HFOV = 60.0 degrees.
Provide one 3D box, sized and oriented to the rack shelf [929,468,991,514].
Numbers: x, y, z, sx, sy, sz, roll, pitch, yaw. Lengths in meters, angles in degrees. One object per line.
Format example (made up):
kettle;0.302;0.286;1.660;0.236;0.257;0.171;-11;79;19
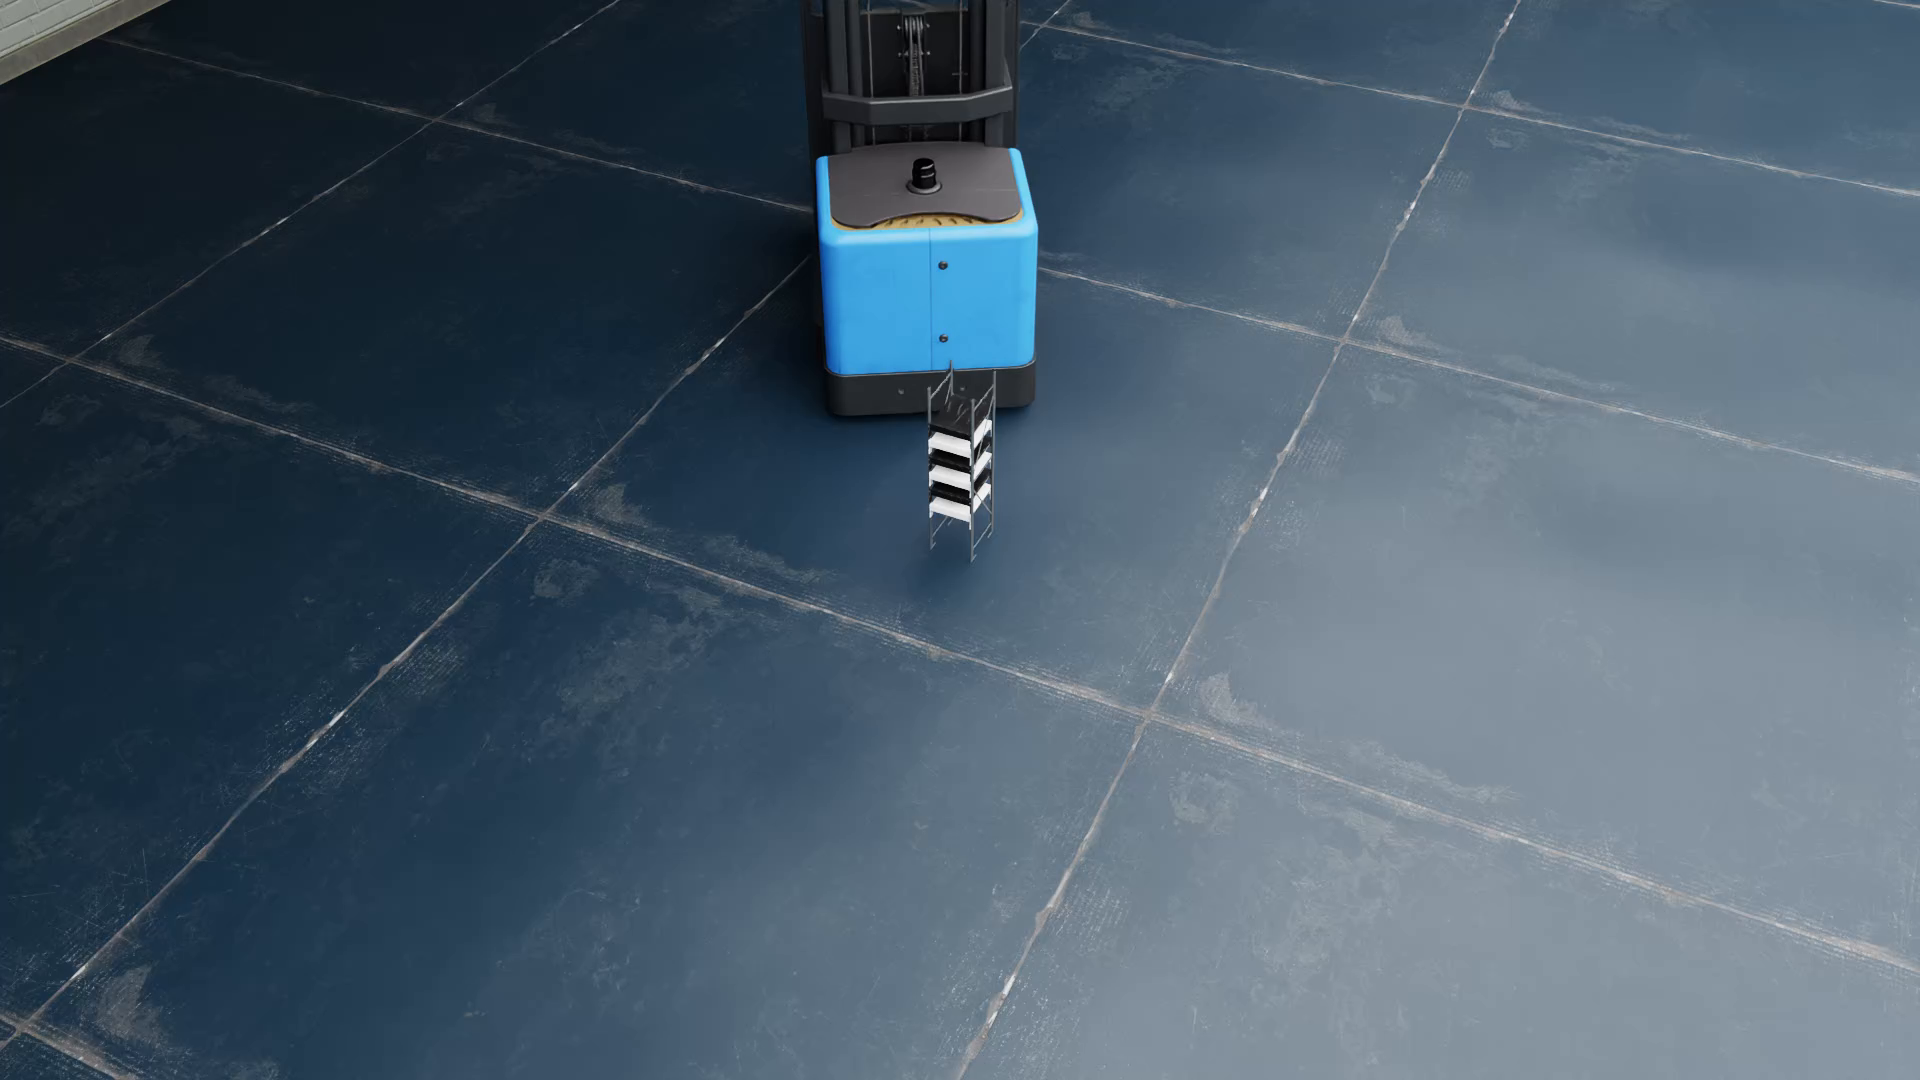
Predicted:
rack shelf;0.007;-0.245;7.417;0.200;0.077;0.258;17;44;19

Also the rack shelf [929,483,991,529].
rack shelf;0.007;-0.177;7.476;0.200;0.077;0.258;17;44;19

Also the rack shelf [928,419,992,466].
rack shelf;0.007;-0.449;7.241;0.200;0.077;0.258;17;44;19

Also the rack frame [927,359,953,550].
rack frame;-0.085;-0.366;7.369;0.006;0.900;0.240;17;44;19

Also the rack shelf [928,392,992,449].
rack shelf;0.007;-0.517;7.182;0.200;0.077;0.258;17;44;19

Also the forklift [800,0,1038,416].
forklift;-0.267;-2.679;8.487;1.130;2.935;3.031;-3;41;-4

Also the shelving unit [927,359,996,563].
shelving unit;0.007;-0.338;7.337;0.210;0.900;0.258;17;44;19

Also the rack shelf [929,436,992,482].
rack shelf;0.007;-0.381;7.299;0.200;0.077;0.258;17;44;19

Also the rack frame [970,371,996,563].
rack frame;0.099;-0.310;7.304;0.006;0.900;0.240;17;44;19

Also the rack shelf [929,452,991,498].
rack shelf;0.007;-0.313;7.358;0.200;0.077;0.258;17;44;19
